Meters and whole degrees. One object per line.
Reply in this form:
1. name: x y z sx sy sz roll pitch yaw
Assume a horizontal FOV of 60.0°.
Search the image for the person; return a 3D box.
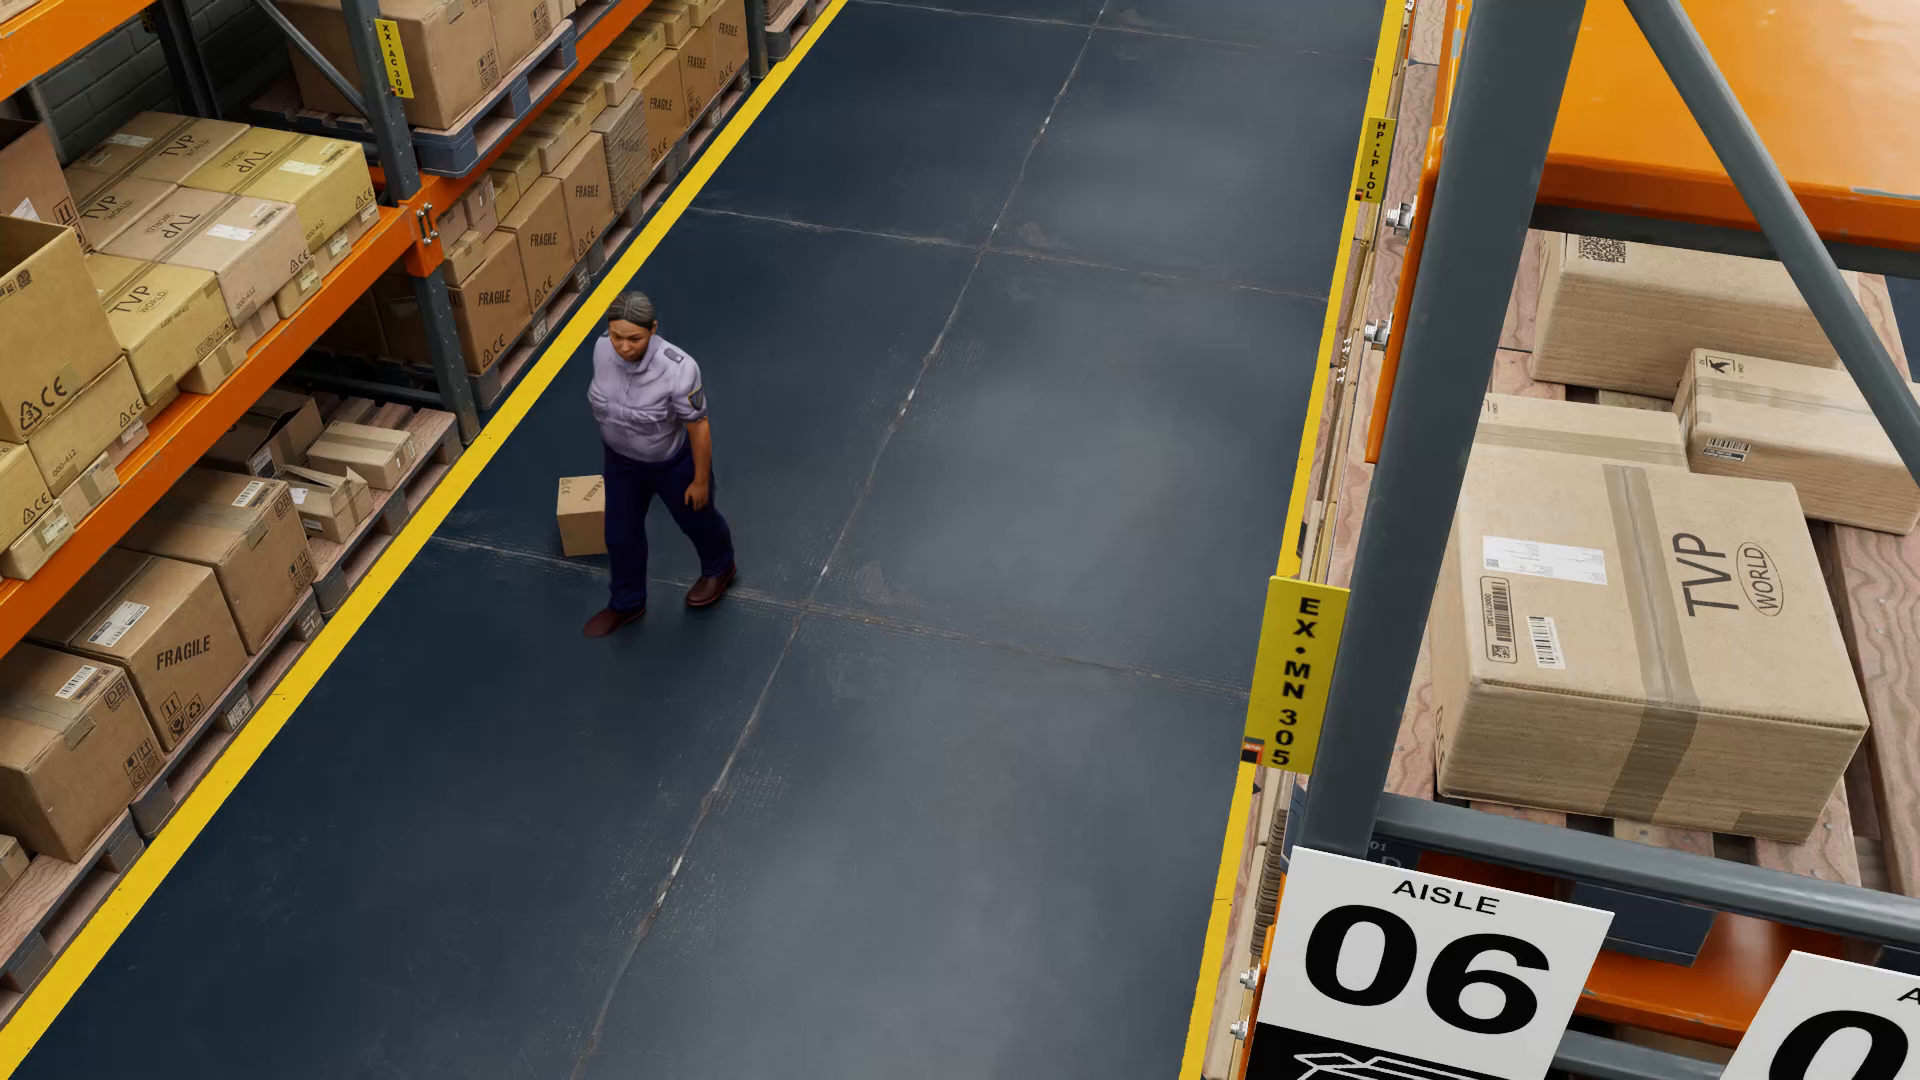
1. person: -1.207 -0.309 6.548 0.606 1.684 0.604 16 44 17
